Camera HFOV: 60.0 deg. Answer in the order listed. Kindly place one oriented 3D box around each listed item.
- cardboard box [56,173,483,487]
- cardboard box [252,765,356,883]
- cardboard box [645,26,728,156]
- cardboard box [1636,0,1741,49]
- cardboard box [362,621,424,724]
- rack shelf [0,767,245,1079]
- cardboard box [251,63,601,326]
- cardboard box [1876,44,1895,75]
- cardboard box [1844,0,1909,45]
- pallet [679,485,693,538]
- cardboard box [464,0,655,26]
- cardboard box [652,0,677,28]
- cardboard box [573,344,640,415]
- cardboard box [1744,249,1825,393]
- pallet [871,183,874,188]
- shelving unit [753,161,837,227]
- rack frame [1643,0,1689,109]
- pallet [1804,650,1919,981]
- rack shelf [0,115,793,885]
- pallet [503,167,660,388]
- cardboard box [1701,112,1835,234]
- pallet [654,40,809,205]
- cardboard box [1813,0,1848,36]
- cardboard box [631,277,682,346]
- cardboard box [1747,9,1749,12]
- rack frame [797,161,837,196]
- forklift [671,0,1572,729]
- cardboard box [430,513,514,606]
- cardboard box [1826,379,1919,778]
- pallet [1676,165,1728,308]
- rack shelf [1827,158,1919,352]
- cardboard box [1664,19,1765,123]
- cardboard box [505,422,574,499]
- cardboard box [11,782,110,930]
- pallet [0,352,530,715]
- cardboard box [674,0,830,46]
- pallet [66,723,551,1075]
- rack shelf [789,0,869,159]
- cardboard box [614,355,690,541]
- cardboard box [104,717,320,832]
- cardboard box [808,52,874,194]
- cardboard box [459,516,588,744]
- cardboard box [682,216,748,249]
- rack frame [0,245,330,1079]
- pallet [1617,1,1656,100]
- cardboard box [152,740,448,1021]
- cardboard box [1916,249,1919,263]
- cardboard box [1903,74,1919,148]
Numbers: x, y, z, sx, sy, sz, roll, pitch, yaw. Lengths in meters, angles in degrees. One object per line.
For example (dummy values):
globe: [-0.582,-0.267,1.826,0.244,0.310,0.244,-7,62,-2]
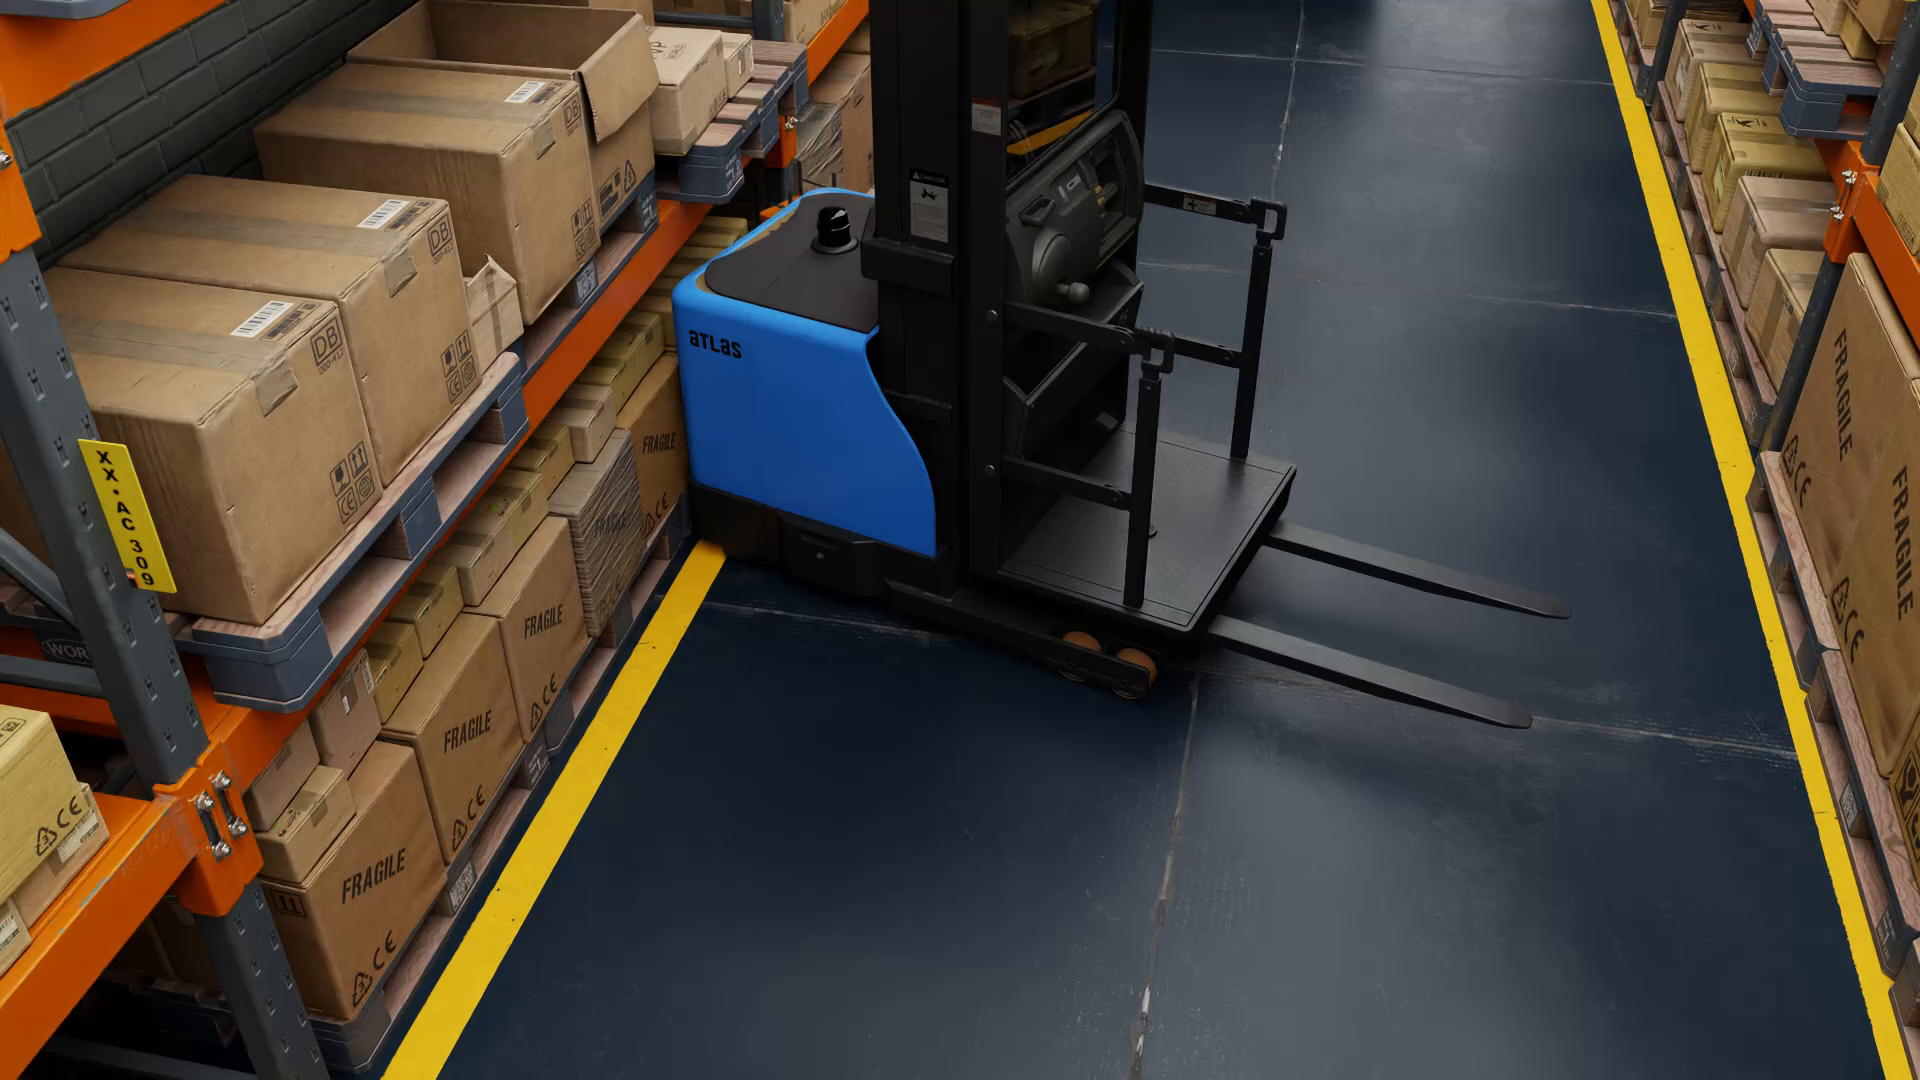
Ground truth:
cardboard box: [-1.607,-0.509,3.954,0.700,0.500,0.500,8,37,10]
cardboard box: [-1.703,0.655,4.010,0.380,0.149,0.250,9,37,12]
cardboard box: [-1.095,-1.510,5.547,0.500,0.250,0.500,6,36,8]
cardboard box: [4.382,-3.148,10.023,0.500,0.250,0.500,9,37,12]
cardboard box: [-1.676,0.338,4.448,0.380,0.149,0.250,6,36,8]
rack shelf: [-2.467,1.685,1.982,1.077,0.370,4.000,7,37,10]
cardboard box: [-1.440,-0.959,4.574,0.700,0.500,0.500,7,37,10]
cardboard box: [3.505,-1.711,5.912,0.380,0.149,0.250,9,37,12]
cardboard box: [3.490,-2.052,5.829,0.500,0.500,0.500,6,36,9]
pallet: [-1.382,-0.493,6.751,1.003,0.211,1.213,7,37,10]
cardboard box: [-1.448,-1.981,5.984,0.500,0.500,0.500,9,37,12]
cardboard box: [-1.339,-2.275,6.960,0.500,0.250,0.500,7,36,9]
cardboard box: [-1.324,-0.557,5.682,0.380,0.149,0.250,7,36,9]
cardboard box: [3.795,-0.854,6.754,0.950,0.372,0.625,5,36,7]
pallet: [-0.709,-2.081,8.941,1.003,0.211,1.213,7,37,10]
shelving unit: [-0.637,-0.964,6.679,0.215,1.050,0.252,25,42,31]
rack frame: [4.519,-3.719,8.825,1.000,3.000,0.127,7,37,10]
pallet: [3.160,0.843,4.907,1.003,0.211,1.213,7,37,10]
rack shelf: [-1.613,-0.608,5.146,1.077,0.370,4.000,7,37,10]
pallet: [-1.596,-0.853,5.034,1.003,0.211,1.213,7,37,10]
cardboard box: [4.112,-1.713,7.938,0.950,0.372,0.625,8,37,12]
pallet: [-1.262,-1.571,6.025,1.213,0.211,1.003,7,37,10]
cardboard box: [3.501,-2.024,6.343,0.380,0.149,0.250,7,37,10]
cardboard box: [-1.171,-0.846,6.080,0.380,0.149,0.250,6,36,8]
cardboard box: [4.909,-3.384,9.709,0.500,0.500,0.500,9,37,12]
rack frame: [-0.561,-1.017,6.757,0.200,1.050,0.008,25,42,31]
forklift: [0.552,-1.017,5.155,3.031,2.935,1.130,17,39,22]
cardboard box: [-1.541,0.040,4.858,0.380,0.149,0.250,7,37,10]
cardboard box: [3.241,0.161,4.925,0.875,0.875,0.875,8,37,11]
pallet: [4.095,-1.442,8.059,1.003,0.211,1.213,7,37,10]
rack shelf: [3.237,0.012,4.290,1.077,0.370,4.000,7,37,10]
cardboard box: [4.409,-2.524,9.058,0.950,0.372,0.625,8,37,11]
cardboard box: [-1.457,-0.260,5.272,0.380,0.149,0.250,7,37,10]
cardboard box: [-1.861,0.564,3.130,0.380,0.149,0.250,8,37,11]
pallet: [-1.763,-0.119,4.022,1.003,0.211,1.213,7,37,10]
cardboard box: [-0.852,-2.209,6.869,0.500,0.250,0.500,7,37,10]
pallet: [-1.903,0.906,4.821,1.003,0.211,1.213,7,37,10]
rack shelf: [-0.758,-2.901,8.310,1.077,0.370,4.000,7,37,10]
cardboard box: [-1.292,-0.348,5.947,0.500,0.500,0.500,9,37,12]
cardboard box: [-1.763,0.527,3.933,0.380,0.149,0.250,7,36,9]
cardboard box: [-0.907,-1.986,8.099,0.875,0.625,0.625,8,37,11]
cardboard box: [-1.502,0.248,5.123,0.500,0.500,0.500,6,36,9]
cardboard box: [-1.044,-1.151,6.502,0.380,0.149,0.250,6,36,8]
rack frame: [-2.040,0.247,3.353,1.000,3.000,0.127,7,37,10]
pallet: [4.628,-2.979,10.181,1.003,0.211,1.213,7,37,10]
cardboard box: [-1.717,0.840,4.307,0.500,0.500,0.500,9,37,12]
cardboard box: [3.222,-0.819,4.952,0.500,0.250,0.500,6,36,9]
cardboard box: [3.315,-1.308,5.200,0.500,0.250,0.500,7,37,10]
